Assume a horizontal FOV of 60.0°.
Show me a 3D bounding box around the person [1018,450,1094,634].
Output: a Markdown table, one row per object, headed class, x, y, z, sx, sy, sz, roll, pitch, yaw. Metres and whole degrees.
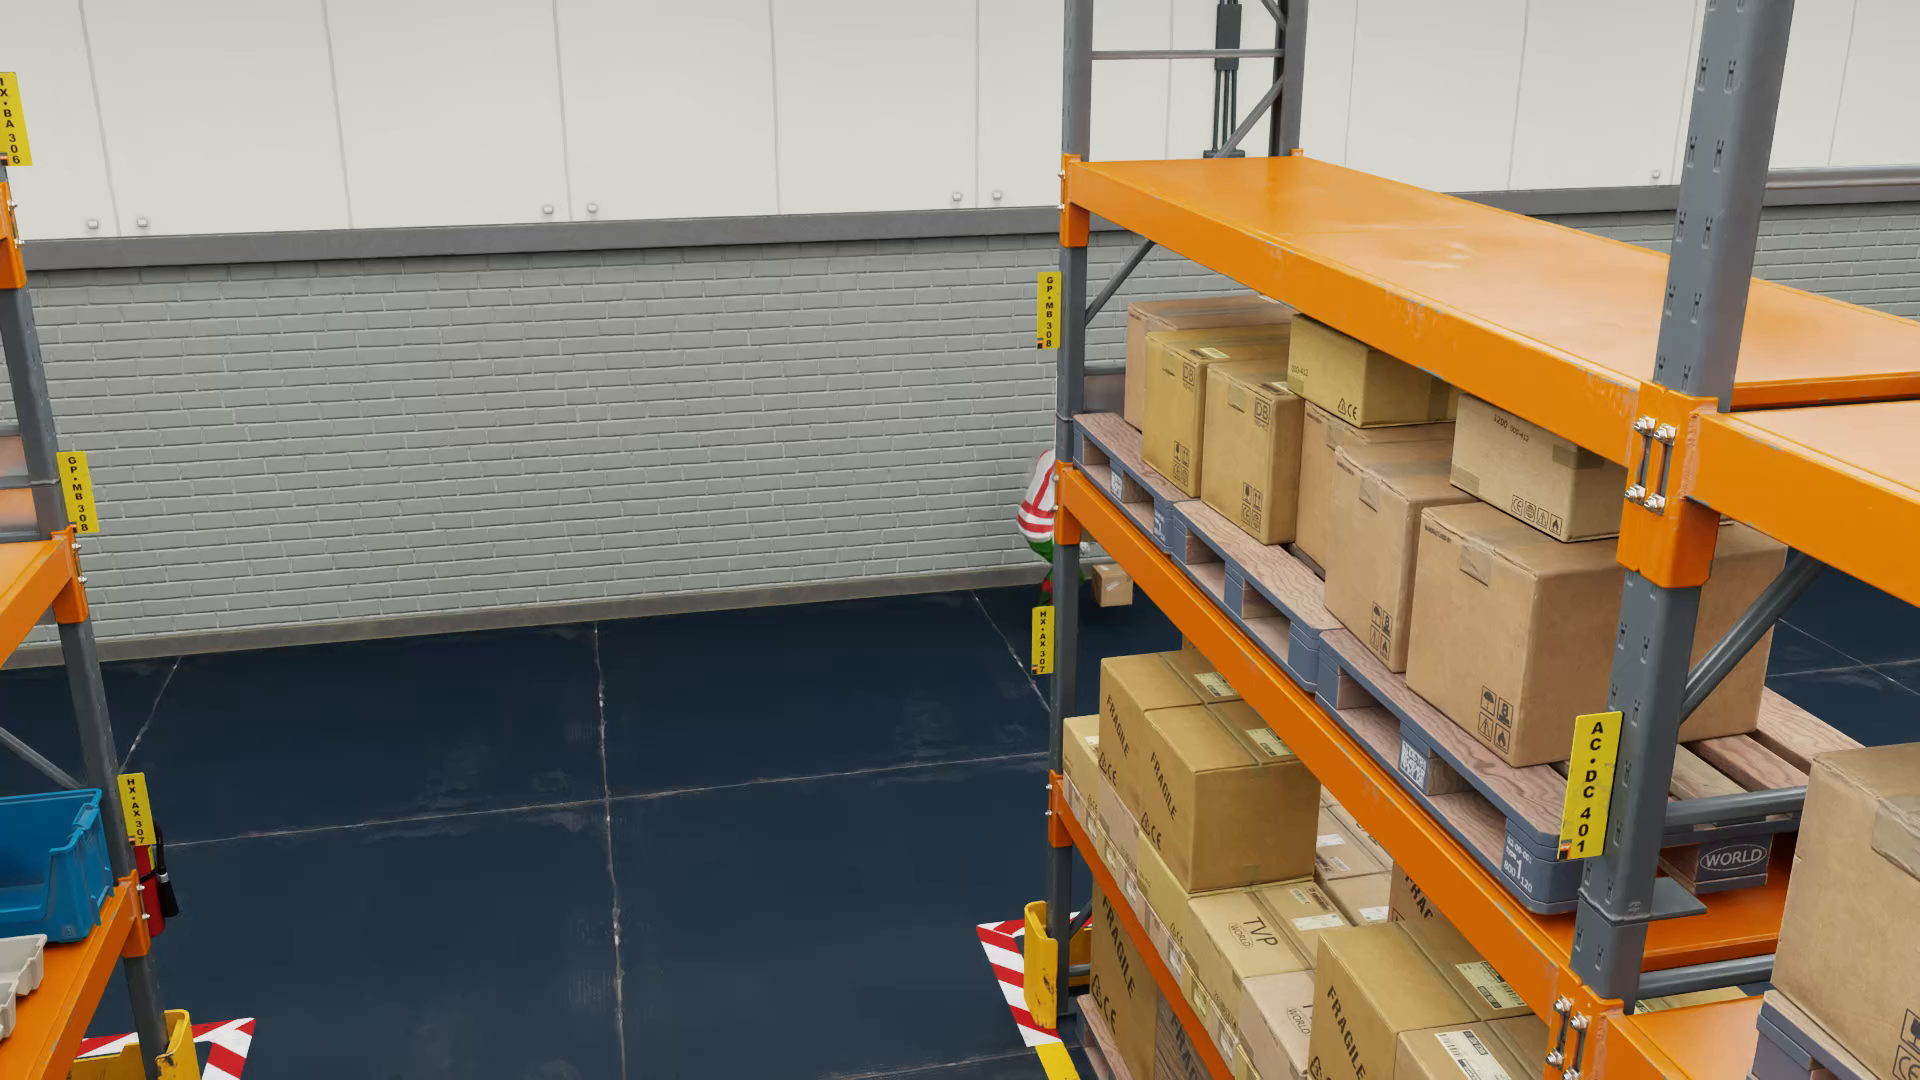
| class | x | y | z | sx | sy | sz | roll | pitch | yaw |
| --- | --- | --- | --- | --- | --- | --- | --- | --- | --- |
| person | 0.748 | -0.079 | 12.537 | 0.625 | 1.604 | 0.572 | -4 | 20 | -12 |
